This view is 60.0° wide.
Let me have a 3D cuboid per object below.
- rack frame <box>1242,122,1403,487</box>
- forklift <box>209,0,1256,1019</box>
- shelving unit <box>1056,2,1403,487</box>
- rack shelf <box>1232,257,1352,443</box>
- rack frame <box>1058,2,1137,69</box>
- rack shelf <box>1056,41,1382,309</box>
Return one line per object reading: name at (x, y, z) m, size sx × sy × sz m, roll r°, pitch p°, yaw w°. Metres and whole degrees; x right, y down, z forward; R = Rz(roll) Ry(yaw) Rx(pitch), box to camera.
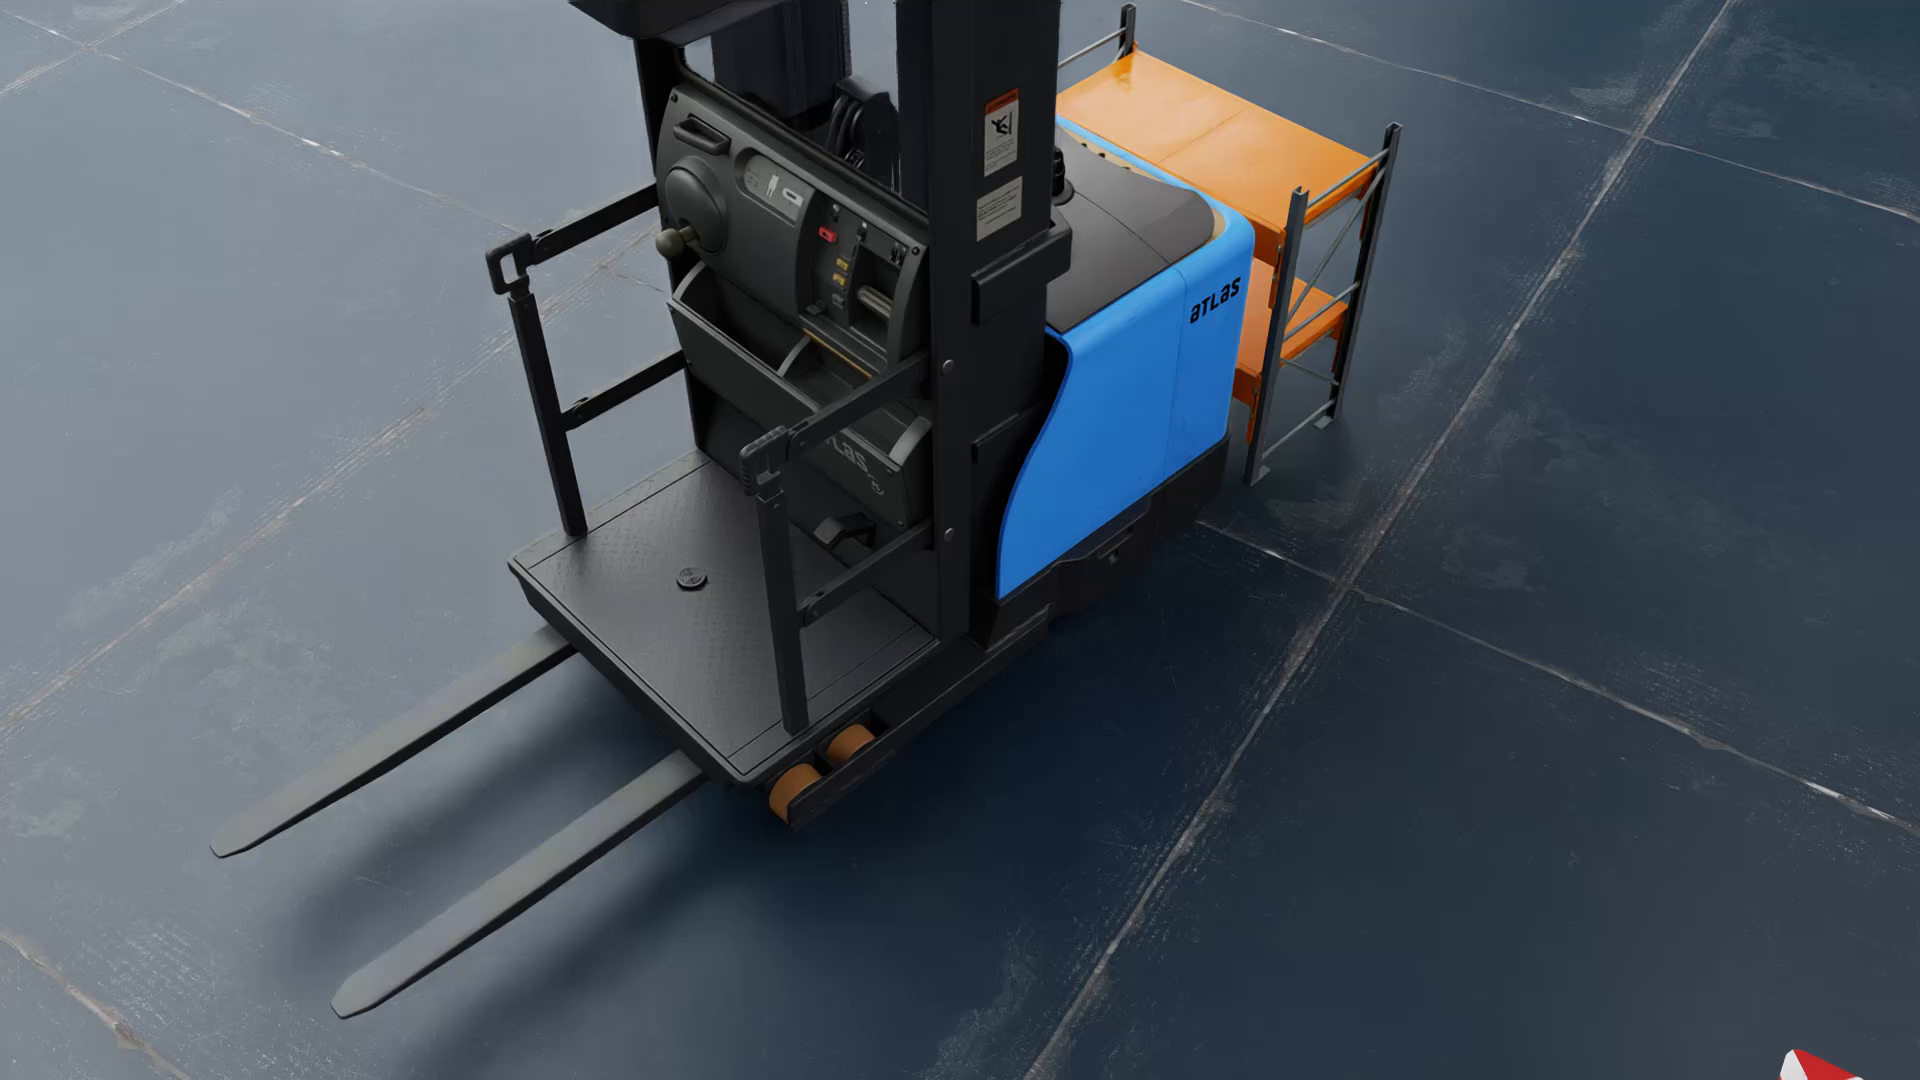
rack frame at (1.109, -0.699, 5.145) m, size 0.032 × 1.125 × 0.500 m, roll 35°, pitch 55°, yaw 29°
forklift at (-0.572, -0.677, 3.864) m, size 3.031 × 2.935 × 1.130 m, roll -34°, pitch 55°, yaw -29°
shelving unit at (0.747, -0.955, 5.394) m, size 1.048 × 1.125 × 0.538 m, roll 35°, pitch 55°, yaw 29°
rack shelf at (0.747, -0.785, 5.569) m, size 1.000 × 0.278 × 0.538 m, roll 35°, pitch 55°, yaw 29°
rack frame at (0.384, -1.211, 5.642) m, size 0.032 × 1.125 × 0.500 m, roll 35°, pitch 55°, yaw 29°
rack shelf at (0.747, -1.159, 5.184) m, size 1.000 × 0.278 × 0.538 m, roll 35°, pitch 55°, yaw 29°
